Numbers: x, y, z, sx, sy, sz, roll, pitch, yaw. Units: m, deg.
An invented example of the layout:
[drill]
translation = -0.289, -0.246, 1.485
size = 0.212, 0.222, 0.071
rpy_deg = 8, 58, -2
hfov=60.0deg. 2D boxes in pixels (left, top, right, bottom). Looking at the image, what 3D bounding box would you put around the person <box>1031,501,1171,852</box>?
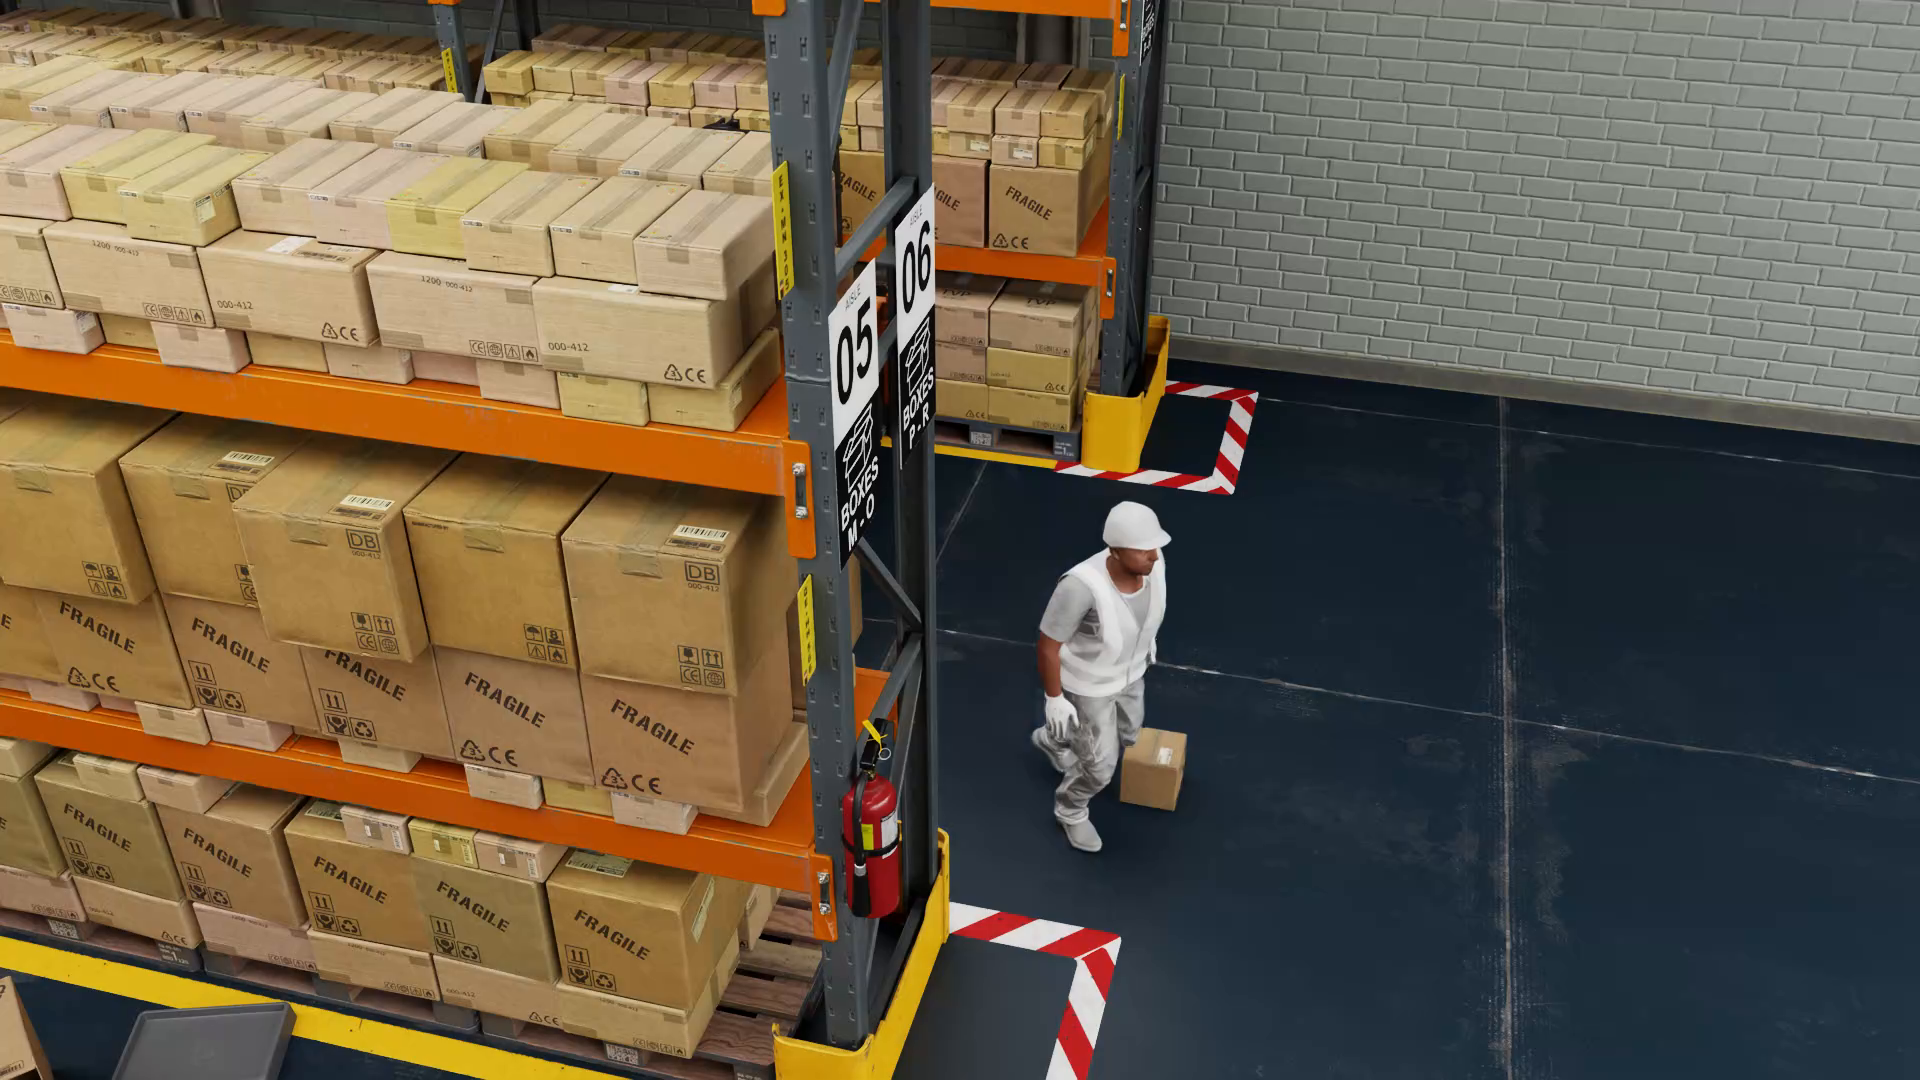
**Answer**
[person]
translation = 0.525, 0.504, 6.909
size = 0.720, 1.718, 0.745
rpy_deg = -28, 42, -36
